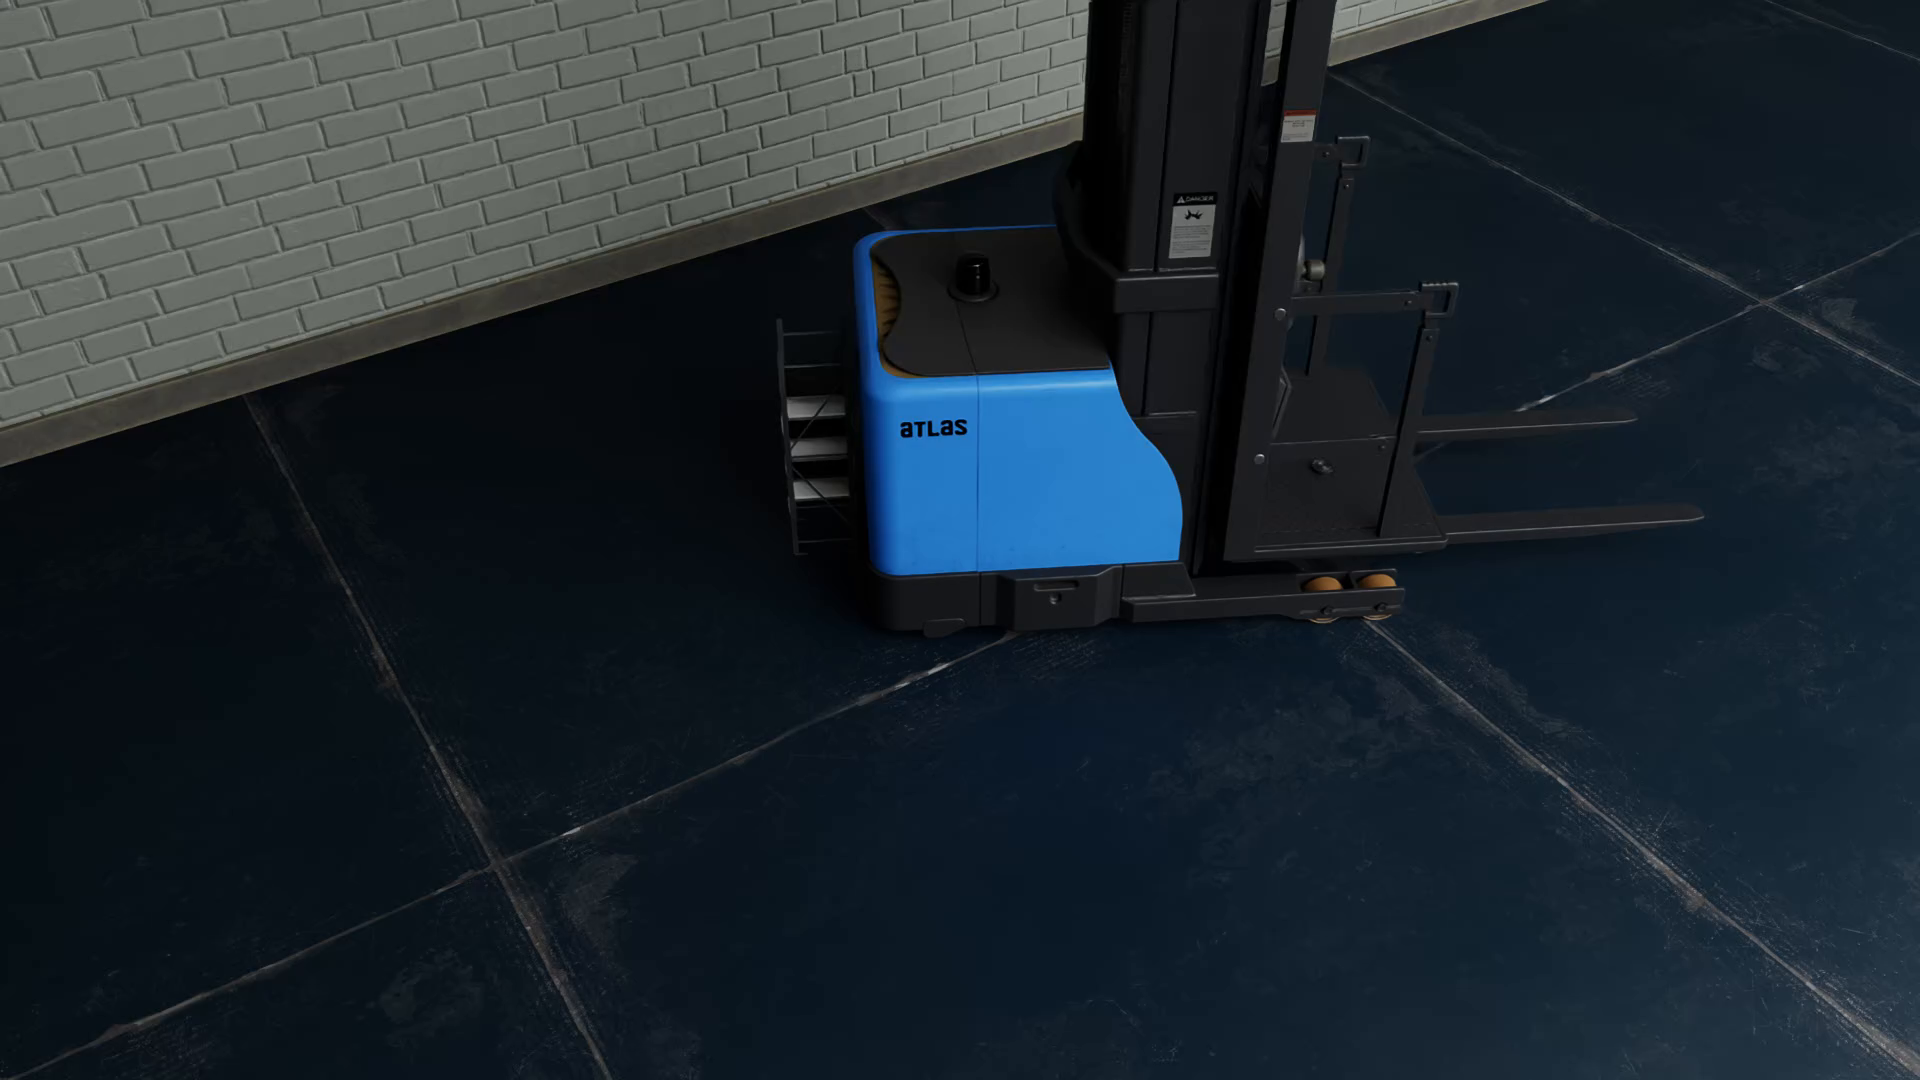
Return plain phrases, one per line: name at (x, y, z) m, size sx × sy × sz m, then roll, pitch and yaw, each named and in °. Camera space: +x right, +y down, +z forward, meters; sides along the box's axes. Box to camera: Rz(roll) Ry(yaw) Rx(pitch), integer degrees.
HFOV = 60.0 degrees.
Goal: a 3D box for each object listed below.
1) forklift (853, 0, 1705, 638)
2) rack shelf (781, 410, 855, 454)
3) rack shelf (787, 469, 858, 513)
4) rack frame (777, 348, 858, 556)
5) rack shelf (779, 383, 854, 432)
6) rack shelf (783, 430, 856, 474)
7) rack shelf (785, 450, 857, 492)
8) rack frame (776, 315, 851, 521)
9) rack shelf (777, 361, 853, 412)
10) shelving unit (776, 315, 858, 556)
forklift at (1.154, -1.167, 5.361) m, size 3.031 × 2.935 × 1.130 m, roll -3°, pitch 40°, yaw -4°
rack shelf at (-0.509, -0.405, 5.944) m, size 0.258 × 0.077 × 0.200 m, roll -4°, pitch 40°, yaw -4°
rack shelf at (-0.509, -0.197, 6.117) m, size 0.258 × 0.077 × 0.200 m, roll -4°, pitch 40°, yaw -4°
rack frame at (-0.499, -0.296, 5.903) m, size 0.240 × 0.900 × 0.006 m, roll -4°, pitch 40°, yaw -4°
rack shelf at (-0.509, -0.474, 5.887) m, size 0.258 × 0.077 × 0.200 m, roll -4°, pitch 40°, yaw -4°
rack shelf at (-0.509, -0.336, 6.002) m, size 0.258 × 0.077 × 0.200 m, roll -4°, pitch 40°, yaw -4°
rack shelf at (-0.509, -0.266, 6.059) m, size 0.258 × 0.077 × 0.200 m, roll -4°, pitch 40°, yaw -4°
rack frame at (-0.518, -0.426, 6.058) m, size 0.240 × 0.900 × 0.006 m, roll -4°, pitch 40°, yaw -4°
rack shelf at (-0.509, -0.543, 5.829) m, size 0.258 × 0.077 × 0.200 m, roll -4°, pitch 40°, yaw -4°
shelving unit at (-0.509, -0.361, 5.980) m, size 0.258 × 0.900 × 0.210 m, roll -4°, pitch 40°, yaw -4°
